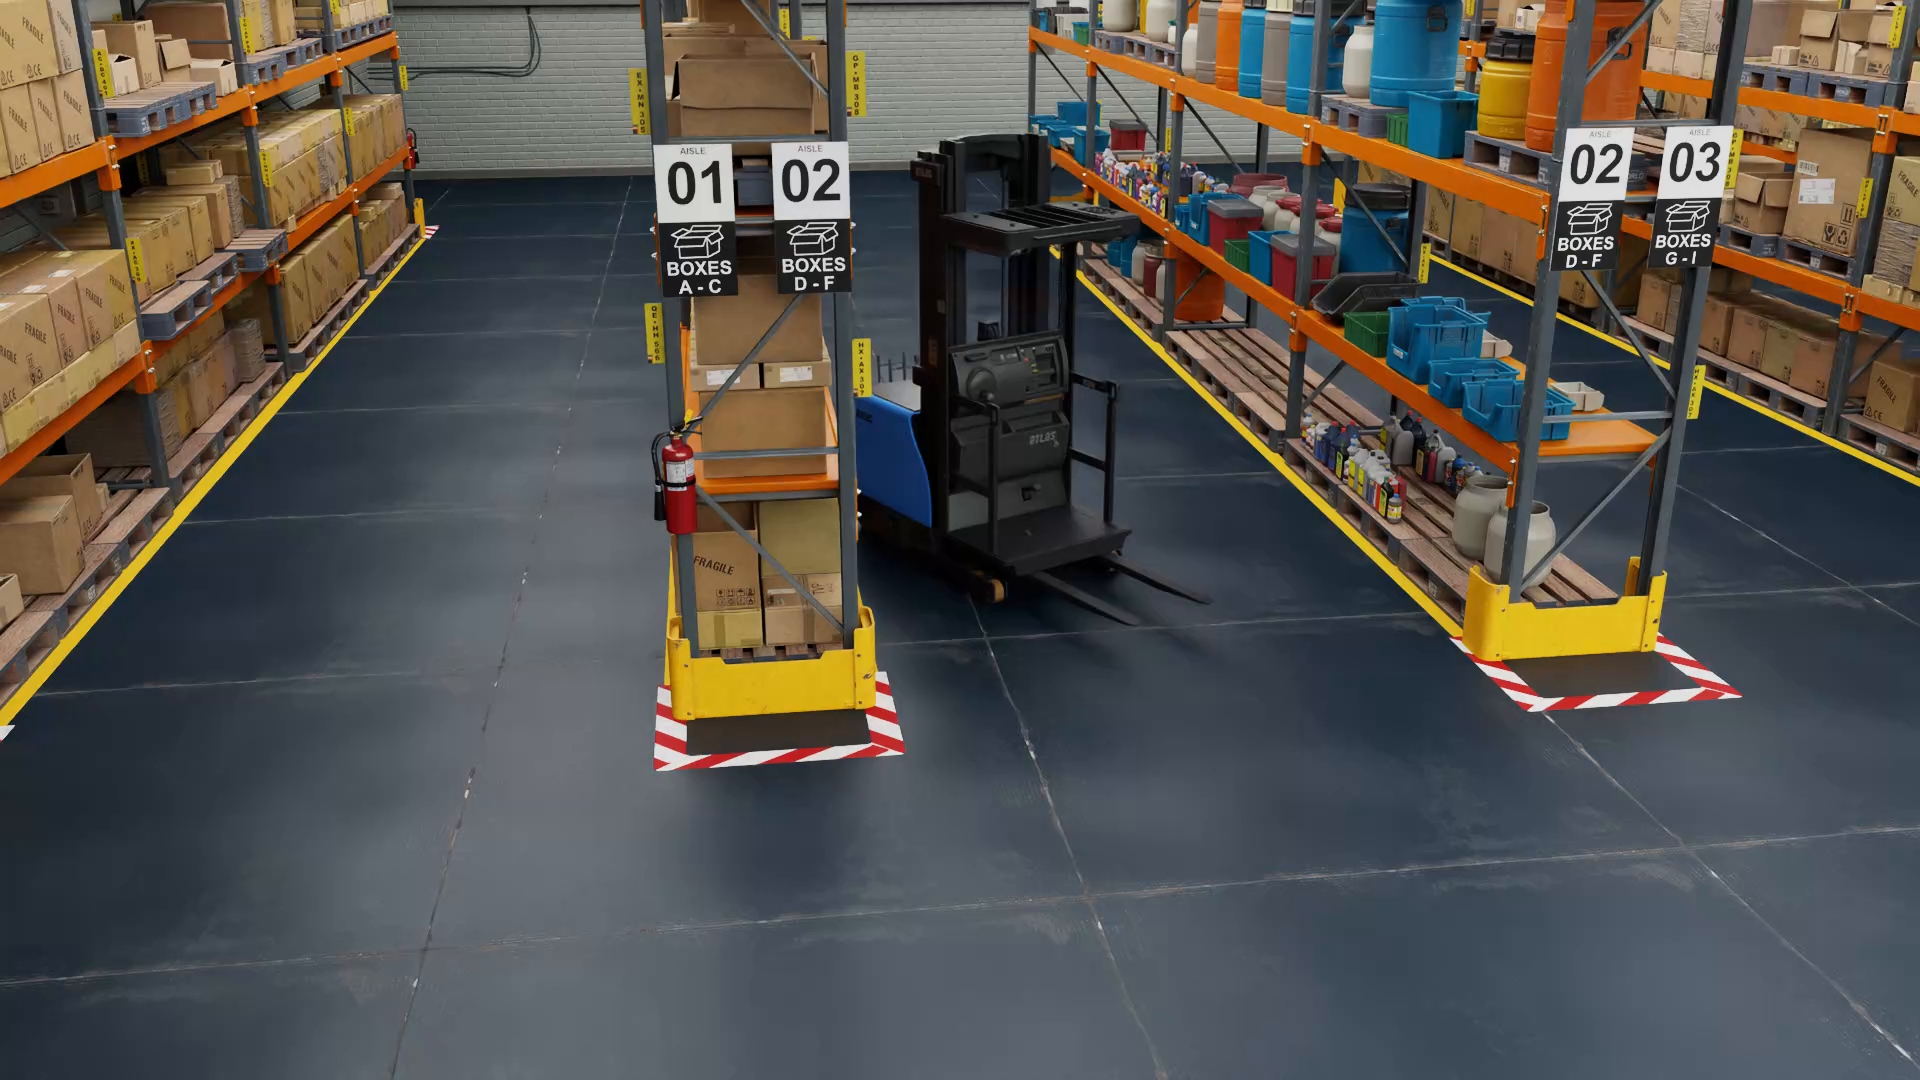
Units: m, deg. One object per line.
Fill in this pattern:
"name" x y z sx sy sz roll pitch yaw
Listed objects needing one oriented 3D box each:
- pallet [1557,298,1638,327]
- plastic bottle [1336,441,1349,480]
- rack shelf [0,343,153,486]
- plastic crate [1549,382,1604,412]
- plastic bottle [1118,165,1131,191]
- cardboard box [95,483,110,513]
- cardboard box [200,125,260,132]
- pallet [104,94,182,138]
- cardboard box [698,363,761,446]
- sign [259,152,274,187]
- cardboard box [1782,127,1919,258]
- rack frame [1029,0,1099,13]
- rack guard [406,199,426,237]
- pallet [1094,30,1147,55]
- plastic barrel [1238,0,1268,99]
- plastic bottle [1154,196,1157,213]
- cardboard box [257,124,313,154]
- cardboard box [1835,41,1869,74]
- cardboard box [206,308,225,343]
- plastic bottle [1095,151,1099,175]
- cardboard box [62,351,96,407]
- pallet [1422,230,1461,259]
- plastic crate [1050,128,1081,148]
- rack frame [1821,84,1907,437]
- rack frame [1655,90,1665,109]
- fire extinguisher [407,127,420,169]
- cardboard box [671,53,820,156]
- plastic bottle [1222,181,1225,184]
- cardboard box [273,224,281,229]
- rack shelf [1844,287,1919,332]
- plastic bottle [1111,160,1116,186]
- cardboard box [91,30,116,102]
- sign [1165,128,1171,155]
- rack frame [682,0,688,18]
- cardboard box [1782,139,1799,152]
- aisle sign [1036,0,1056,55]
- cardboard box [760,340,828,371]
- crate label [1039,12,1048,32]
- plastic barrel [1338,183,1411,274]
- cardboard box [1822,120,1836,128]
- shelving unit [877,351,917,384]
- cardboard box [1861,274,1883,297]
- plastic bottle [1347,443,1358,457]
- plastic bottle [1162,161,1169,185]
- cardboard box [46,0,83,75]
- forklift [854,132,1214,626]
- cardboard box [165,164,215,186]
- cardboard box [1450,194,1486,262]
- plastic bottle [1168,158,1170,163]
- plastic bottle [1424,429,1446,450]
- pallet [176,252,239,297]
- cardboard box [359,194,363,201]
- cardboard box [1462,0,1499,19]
"pallet" 7.524 -2.712 19.175 1.003 0.211 1.213 -3 21 -8
"plastic bottle" 2.954 -0.615 12.829 0.061 0.283 0.133 -2 21 -5
"rack shelf" -6.277 -0.577 10.503 1.077 0.370 4.000 -3 21 -8
"plastic crate" 4.005 -0.924 10.780 0.298 0.136 0.250 -3 21 -8
"plastic bottle" 1.942 -4.238 19.453 0.152 0.276 0.135 -3 21 -8
"cardboard box" -6.458 -0.302 12.158 0.380 0.166 0.250 -6 21 -15
"cardboard box" -7.679 -4.216 17.549 0.500 0.250 0.500 -3 21 -9
"pallet" -6.548 -3.143 12.326 1.213 0.211 1.003 -3 21 -8
"cardboard box" -1.222 -0.864 10.099 0.700 0.500 0.500 -2 21 -6
"sign" -6.606 -3.528 15.832 0.100 0.325 0.005 -3 21 -8
"cardboard box" 8.164 -3.116 14.815 1.000 1.000 1.000 -3 21 -7
"rack frame" 1.509 -9.072 23.643 1.000 3.000 0.127 -3 21 -8
"rack guard" -8.298 -4.599 23.815 1.175 0.500 0.348 -3 21 -8
"pallet" 2.295 -5.927 19.780 1.213 0.211 1.003 -3 21 -8
"plastic barrel" 2.762 -4.364 14.611 0.600 0.901 0.708 -3 21 -8
"plastic bottle" 2.150 -3.638 17.952 0.097 0.201 0.097 0 20 0
"cardboard box" -7.186 -4.244 17.624 0.500 0.250 0.500 -3 21 -9
"cardboard box" 7.905 -4.216 14.521 0.396 0.266 0.258 -2 21 -6
"cardboard box" -6.966 -1.931 14.971 0.500 0.250 0.500 -3 21 -7
"plastic bottle" 1.716 -4.673 20.608 0.061 0.283 0.133 -3 21 -8
"cardboard box" -6.045 -1.051 10.928 0.500 0.250 0.500 -3 21 -8
"pallet" 6.955 -4.087 22.857 1.003 0.211 1.213 -3 21 -8
"plastic crate" 1.452 -5.549 22.940 0.416 0.233 0.300 -3 21 -8
"rack frame" 8.140 -2.356 14.238 1.000 3.000 0.127 -3 21 -8
"rack frame" 11.333 -6.726 25.938 1.000 3.000 0.127 -3 21 -8
"fire extinguisher" -7.860 -5.626 23.636 0.296 0.674 0.183 -3 21 -8
"cardboard box" -1.166 -2.388 9.088 0.797 0.503 0.637 -1 21 -4
"plastic bottle" 2.879 -3.812 18.301 0.061 0.283 0.133 -3 21 -8
"cardboard box" -6.987 -3.097 16.551 0.380 0.149 0.250 -3 21 -7
"rack shelf" 8.428 -1.327 12.510 1.077 0.370 4.000 -3 21 -8
"plastic bottle" 1.844 -4.366 19.784 0.061 0.283 0.133 -3 21 -8
"cardboard box" -6.565 -3.449 12.133 0.500 0.500 0.500 0 20 0
"sign" 2.630 -5.033 21.009 0.100 0.325 0.005 -3 21 -8
"rack frame" -2.817 -7.438 19.270 1.000 3.000 0.127 -3 21 -8
"cardboard box" 11.492 -5.394 22.731 0.380 0.149 0.250 -3 21 -9
"aisle sign" 1.205 -7.489 24.265 0.394 0.787 0.004 -3 21 -8
"cardboard box" -0.971 -1.062 9.702 0.380 0.149 0.250 -3 21 -9
"crate label" 1.322 -7.261 23.295 0.408 0.251 0.502 -3 21 -8
"plastic barrel" 3.483 -2.490 13.880 0.600 0.901 0.708 -3 21 -8
"cardboard box" 11.511 -5.400 21.721 0.380 0.149 0.250 -3 21 -7
"shelving unit" -0.455 -0.816 12.672 0.258 1.200 0.189 -12 20 -29
"cardboard box" 7.873 -2.149 14.042 0.380 0.149 0.250 -3 21 -8
"plastic bottle" 3.030 -0.620 12.859 0.097 0.271 0.097 0 20 0
"plastic bottle" 2.467 -4.382 19.845 0.097 0.271 0.097 0 20 0
"cardboard box" -6.224 -3.377 11.082 0.500 0.500 0.500 -5 21 -12
"forklift" 0.468 -1.140 11.079 1.130 2.935 3.031 -14 25 -33
"cardboard box" -7.001 -3.320 15.119 0.380 0.149 0.250 -6 21 -17
"cardboard box" 7.099 -4.107 21.361 1.225 0.875 0.875 -3 21 -8
"plastic bottle" 2.568 -4.487 20.014 0.144 0.351 0.185 -3 21 -8
"plastic bottle" 3.691 -0.685 12.920 0.144 0.351 0.185 -3 21 -8
"pallet" -6.816 -2.219 14.143 1.003 0.211 1.213 -3 21 -8
"cardboard box" -8.164 -4.537 22.122 0.380 0.149 0.250 -3 21 -7
"cardboard box" 6.814 -7.090 21.738 0.700 0.500 0.500 -4 21 -11
